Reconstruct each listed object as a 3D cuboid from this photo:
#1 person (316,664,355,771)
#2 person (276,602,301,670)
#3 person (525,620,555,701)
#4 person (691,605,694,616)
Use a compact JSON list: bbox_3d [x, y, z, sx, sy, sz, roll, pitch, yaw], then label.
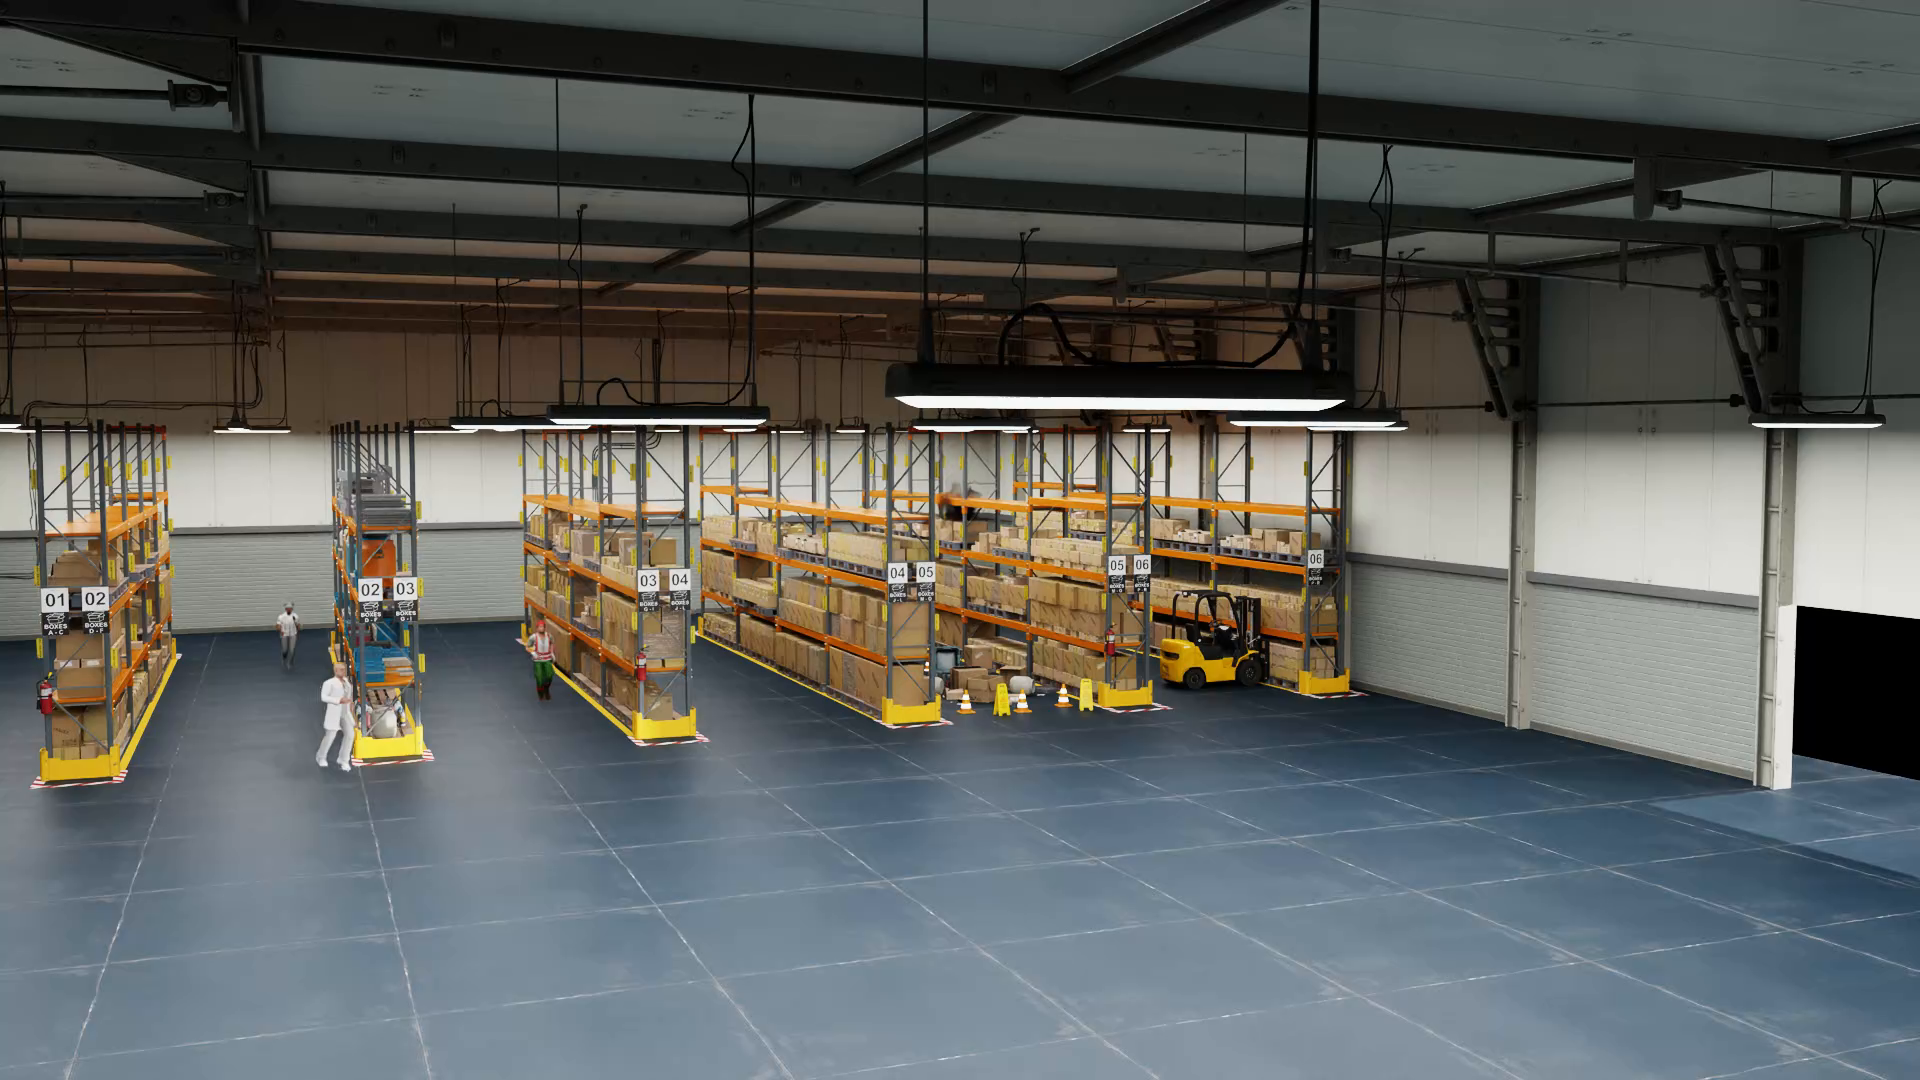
[{"bbox_3d":[-10.739,3.051,28.677,0.788,1.841,0.712,2,4,31],"label":"person"},{"bbox_3d":[-16.456,2.347,40.790,0.555,1.654,0.549,-2,4,-29],"label":"person"},{"bbox_3d":[-8.983,2.604,35.738,0.663,1.744,0.590,-2,4,-25],"label":"person"},{"bbox_3d":[-7.397,2.160,44.286,0.616,1.627,0.550,-1,4,-17],"label":"person"}]
